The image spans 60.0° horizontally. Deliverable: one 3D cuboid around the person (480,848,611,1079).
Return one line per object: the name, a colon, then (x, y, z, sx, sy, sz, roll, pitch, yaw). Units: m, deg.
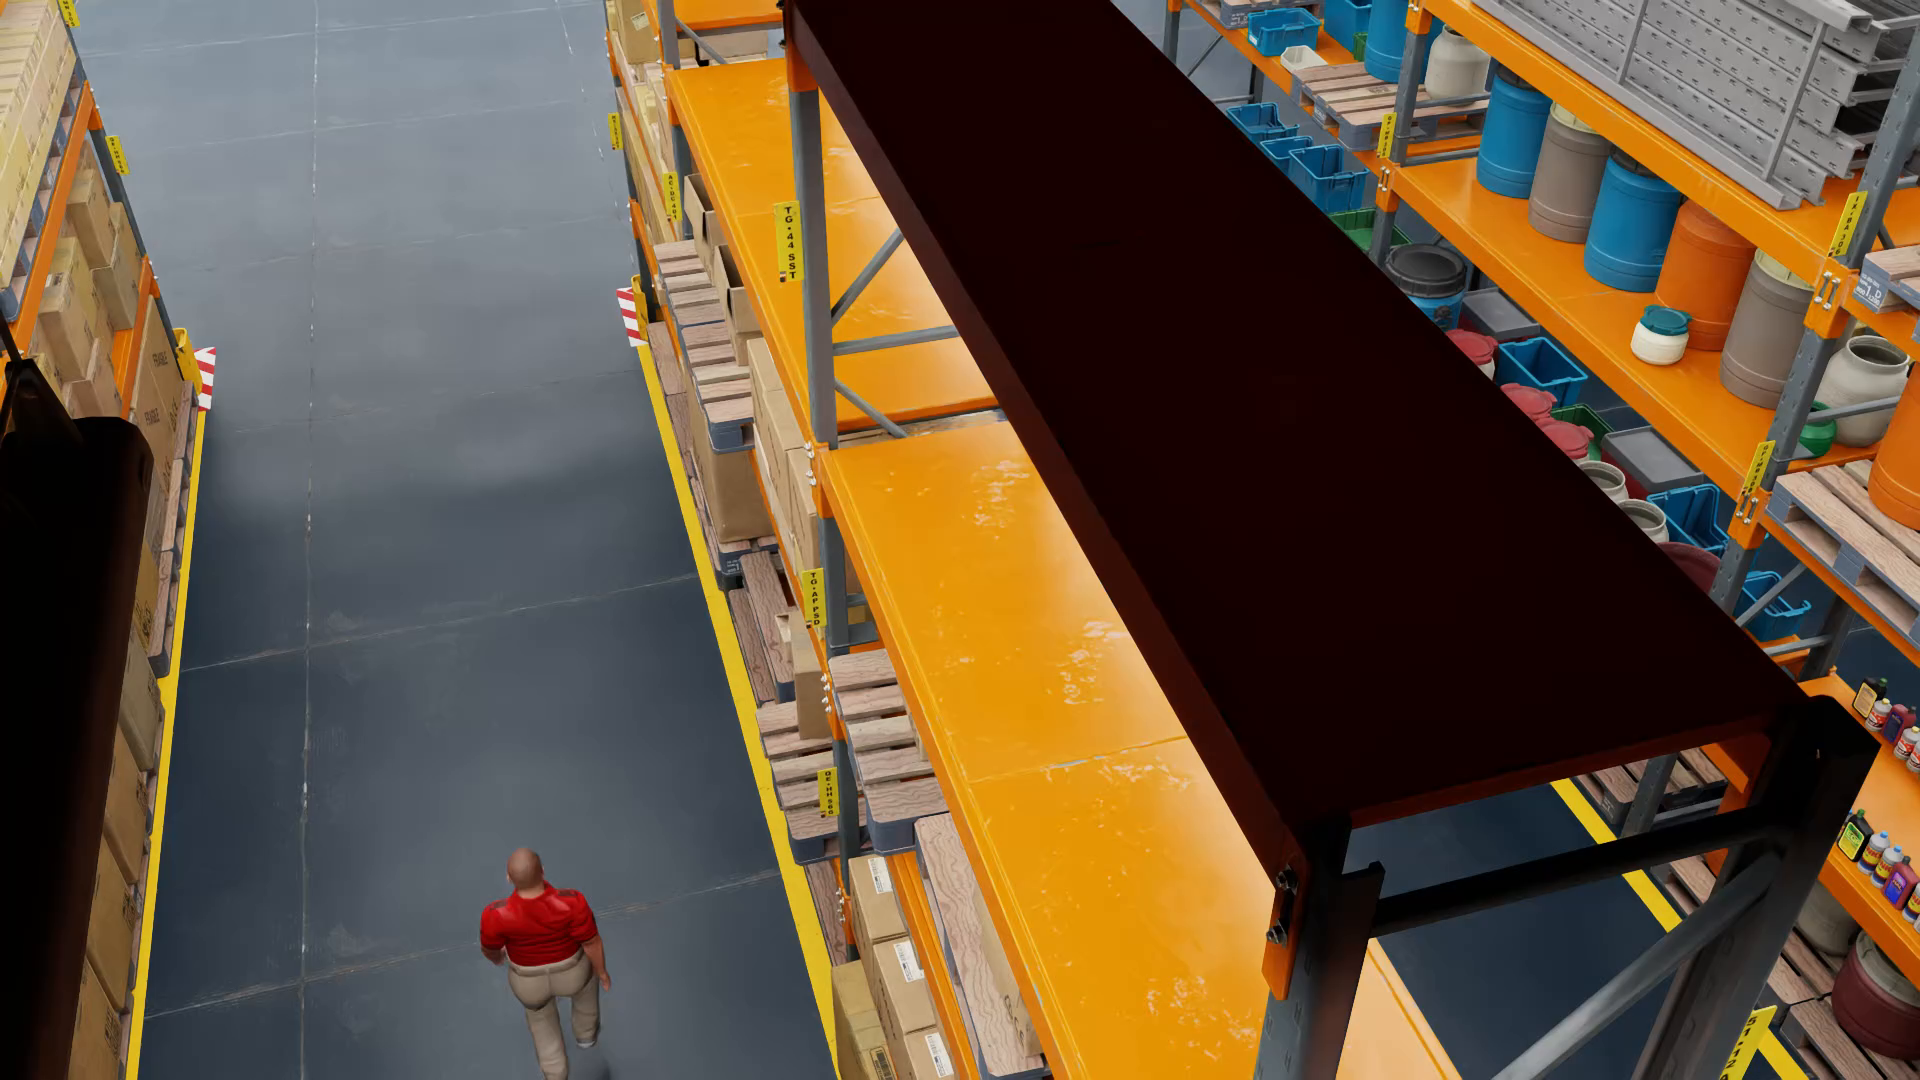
person: (-2.093, 2.134, 8.437, 0.585, 1.668, 0.579, -9, 39, -12)
